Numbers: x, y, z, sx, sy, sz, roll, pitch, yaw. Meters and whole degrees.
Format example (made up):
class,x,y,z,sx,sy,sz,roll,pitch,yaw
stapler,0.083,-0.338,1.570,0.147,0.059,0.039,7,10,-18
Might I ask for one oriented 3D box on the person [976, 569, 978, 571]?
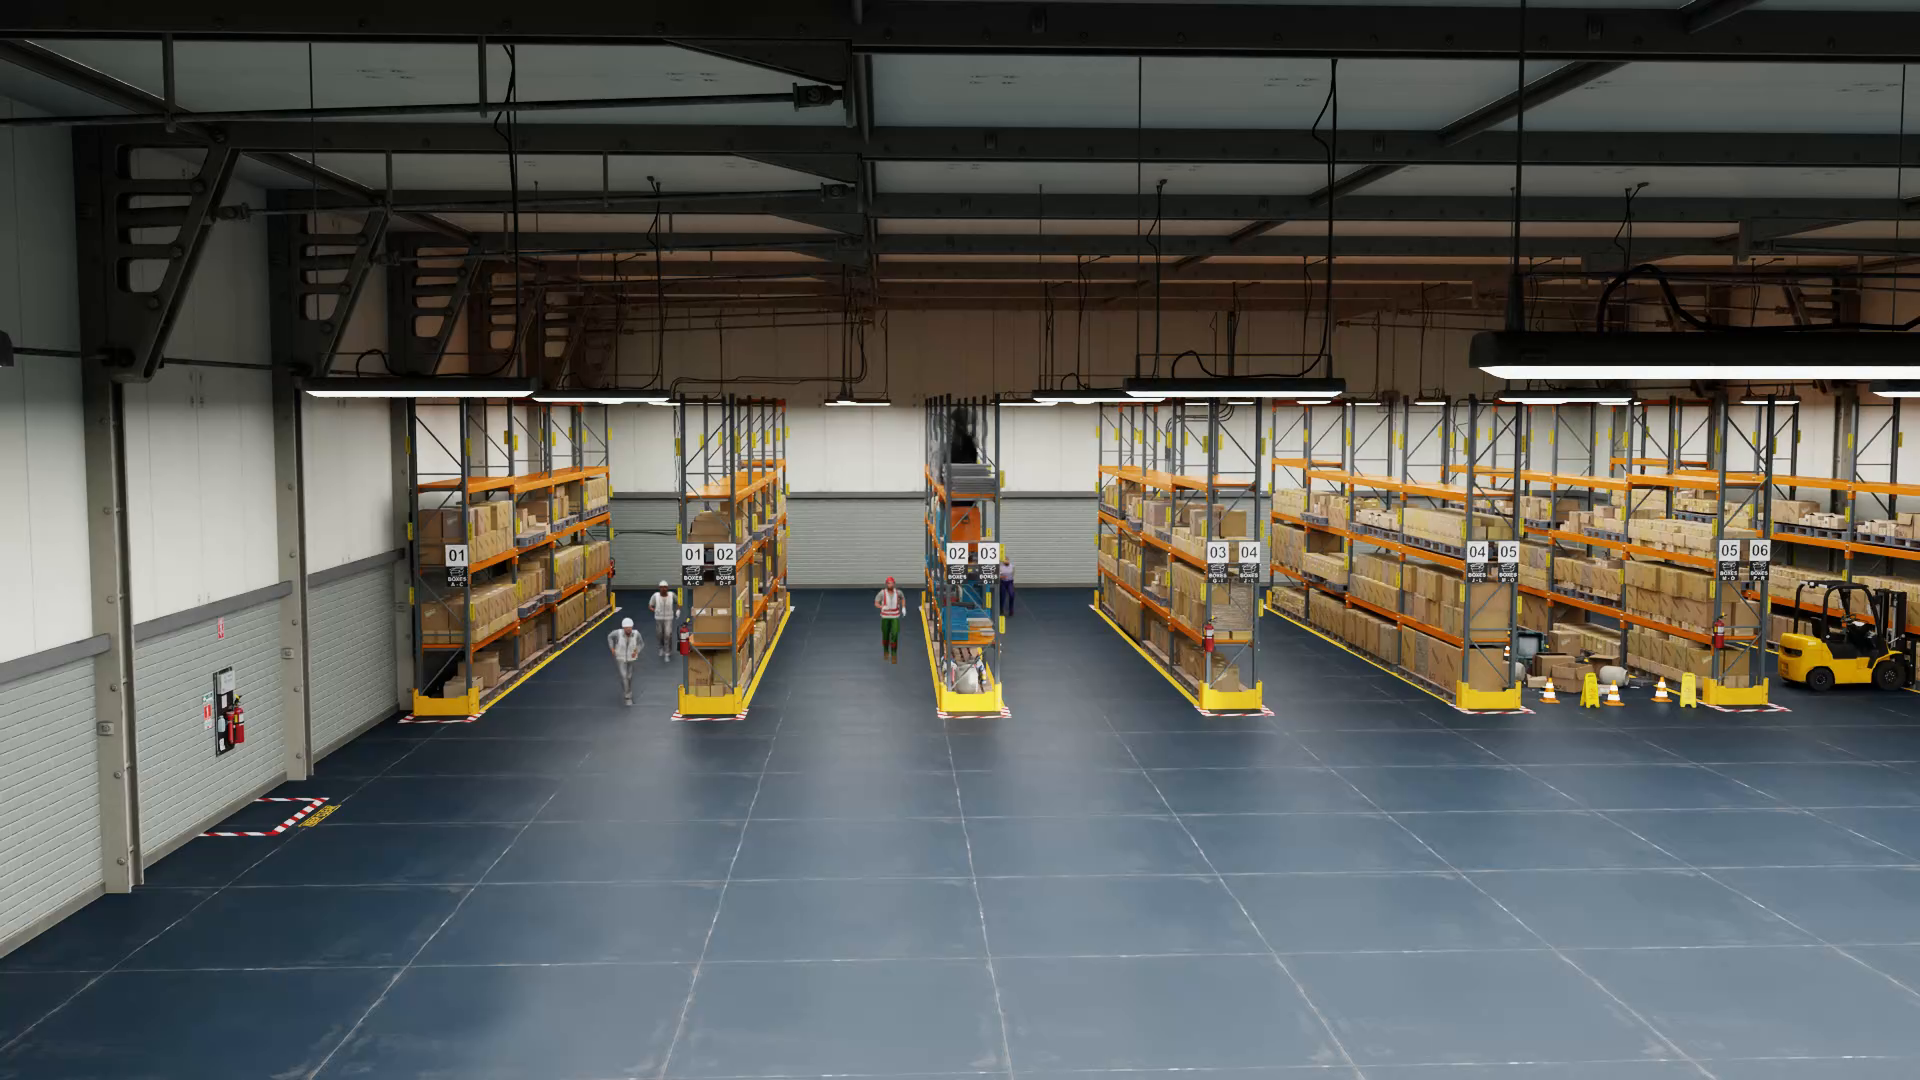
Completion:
class,x,y,z,sx,sy,sz,roll,pitch,yaw
person,0.584,0.928,50.154,0.695,1.716,0.589,1,5,13

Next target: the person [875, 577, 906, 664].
class,x,y,z,sx,sy,sz,roll,pitch,yaw
person,-1.501,1.706,35.863,0.680,1.850,0.797,-1,5,-8

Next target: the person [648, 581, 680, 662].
class,x,y,z,sx,sy,sz,roll,pitch,yaw
person,-6.744,1.838,37.923,0.703,1.832,0.850,-1,5,-9

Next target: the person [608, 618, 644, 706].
class,x,y,z,sx,sy,sz,roll,pitch,yaw
person,-6.507,2.339,32.409,0.697,1.732,1.050,-1,5,-14

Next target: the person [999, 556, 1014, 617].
class,x,y,z,sx,sy,sz,roll,pitch,yaw
person,1.269,1.282,46.071,0.546,1.687,0.808,-1,5,-10
